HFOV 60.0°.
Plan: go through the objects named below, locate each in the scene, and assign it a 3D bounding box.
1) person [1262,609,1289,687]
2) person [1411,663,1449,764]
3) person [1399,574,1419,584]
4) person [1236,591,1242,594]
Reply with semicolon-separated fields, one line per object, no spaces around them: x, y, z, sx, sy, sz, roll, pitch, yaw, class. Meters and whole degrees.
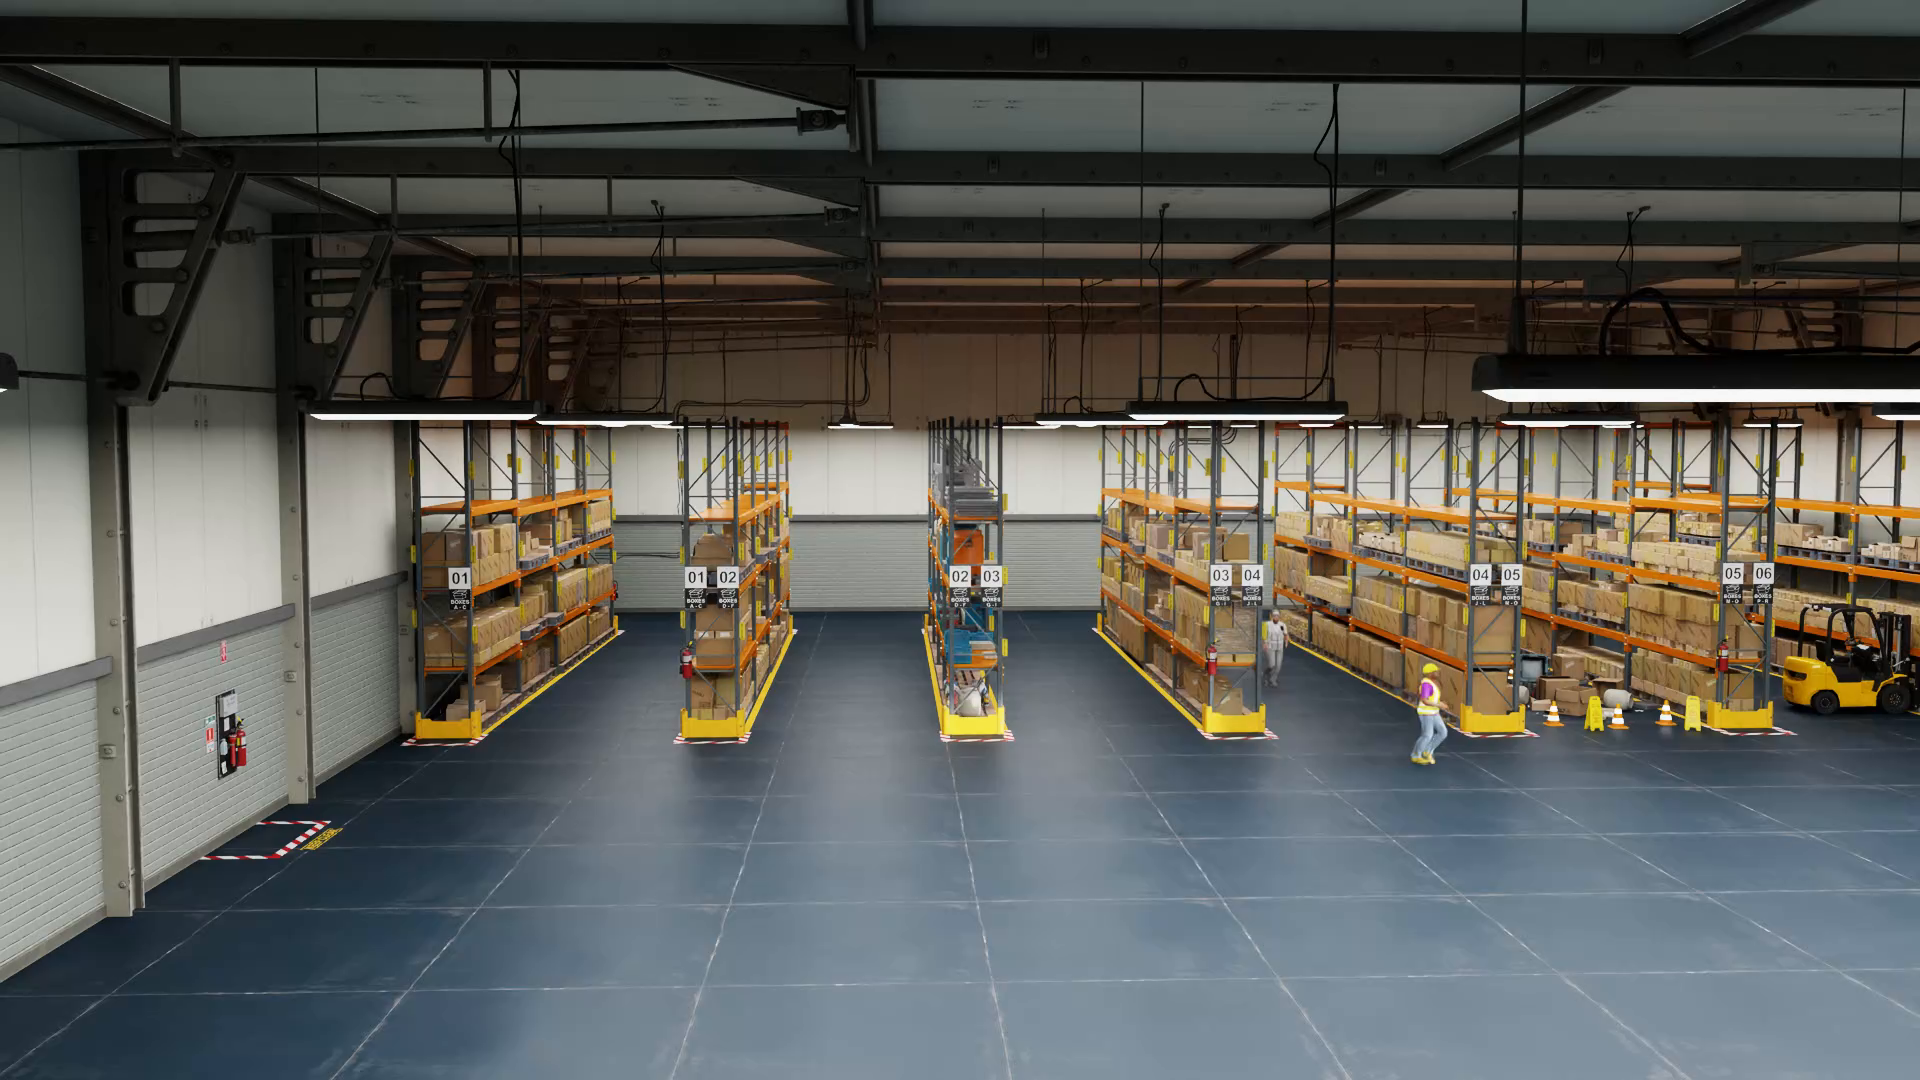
7.070;2.420;37.265;0.673;1.752;0.588;-1;4;-12;person
8.076;2.995;28.513;0.674;1.766;0.691;2;4;30;person
13.431;1.563;50.124;1.008;1.767;0.709;-2;4;-24;person
7.768;1.759;46.947;0.764;1.770;0.856;1;4;13;person
